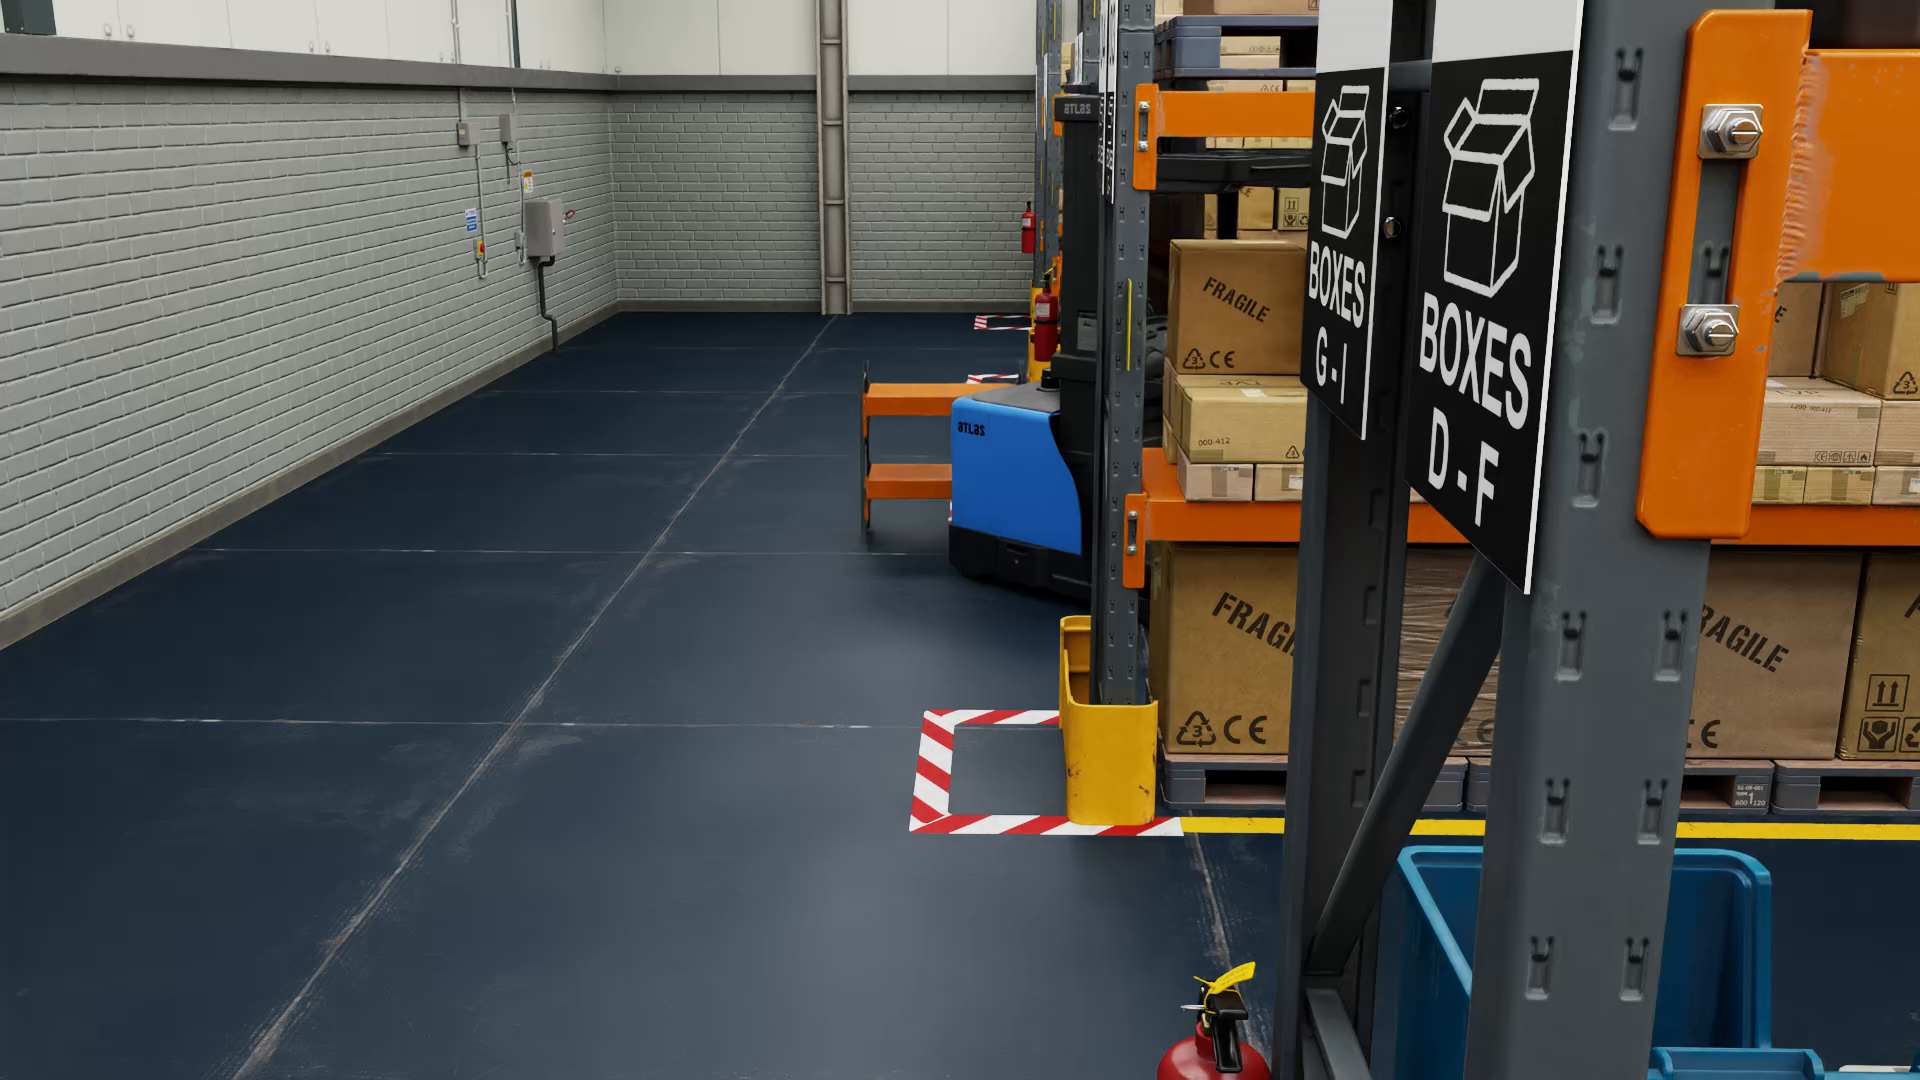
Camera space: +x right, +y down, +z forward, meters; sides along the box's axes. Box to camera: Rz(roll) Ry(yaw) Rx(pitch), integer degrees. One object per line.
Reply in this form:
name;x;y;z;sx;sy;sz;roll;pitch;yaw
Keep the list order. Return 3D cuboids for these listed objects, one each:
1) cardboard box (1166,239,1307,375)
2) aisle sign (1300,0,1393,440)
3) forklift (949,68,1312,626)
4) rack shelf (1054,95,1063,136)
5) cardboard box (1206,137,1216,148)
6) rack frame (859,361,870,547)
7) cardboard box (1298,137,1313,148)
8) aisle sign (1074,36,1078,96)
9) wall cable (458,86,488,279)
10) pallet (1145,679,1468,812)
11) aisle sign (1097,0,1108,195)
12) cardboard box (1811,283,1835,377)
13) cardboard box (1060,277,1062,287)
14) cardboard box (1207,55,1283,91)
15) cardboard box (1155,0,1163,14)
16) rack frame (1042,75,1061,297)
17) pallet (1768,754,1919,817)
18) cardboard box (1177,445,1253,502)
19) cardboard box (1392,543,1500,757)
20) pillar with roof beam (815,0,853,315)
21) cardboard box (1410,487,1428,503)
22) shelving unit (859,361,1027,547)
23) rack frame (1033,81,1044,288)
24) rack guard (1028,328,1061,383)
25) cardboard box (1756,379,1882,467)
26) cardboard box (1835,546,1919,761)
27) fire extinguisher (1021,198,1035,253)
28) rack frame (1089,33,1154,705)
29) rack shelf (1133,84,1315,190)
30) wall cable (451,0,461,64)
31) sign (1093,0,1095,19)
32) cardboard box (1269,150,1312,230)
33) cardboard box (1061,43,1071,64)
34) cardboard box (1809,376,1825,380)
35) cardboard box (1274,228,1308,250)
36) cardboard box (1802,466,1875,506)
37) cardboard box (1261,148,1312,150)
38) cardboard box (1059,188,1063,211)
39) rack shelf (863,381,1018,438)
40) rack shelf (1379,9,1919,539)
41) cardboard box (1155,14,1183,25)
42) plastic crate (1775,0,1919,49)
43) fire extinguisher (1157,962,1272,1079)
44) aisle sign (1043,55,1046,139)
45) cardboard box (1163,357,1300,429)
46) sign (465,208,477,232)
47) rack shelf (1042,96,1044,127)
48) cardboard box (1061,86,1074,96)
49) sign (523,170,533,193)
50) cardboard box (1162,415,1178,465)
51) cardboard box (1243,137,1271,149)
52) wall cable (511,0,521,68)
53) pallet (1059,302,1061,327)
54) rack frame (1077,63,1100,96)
cardboard box;1.132;-0.969;6.875;0.500;0.500;0.500;1;15;2
aisle sign;0.447;-0.541;1.913;0.004;0.787;0.394;0;15;1
forklift;1.352;-1.049;9.072;3.031;2.935;1.130;13;20;41
rack shelf;2.891;-4.088;15.986;4.000;0.370;1.077;0;15;1
cardboard box;2.287;-3.771;15.828;0.250;0.149;0.380;1;15;2
rack frame;-0.617;-0.563;10.768;0.032;1.125;0.500;0;15;0
cardboard box;3.298;-3.763;15.797;0.250;0.149;0.380;0;15;0
aisle sign;0.801;-3.070;11.499;0.004;0.787;0.394;0;15;1
wall cable;-4.746;-3.536;16.309;0.123;1.953;0.585;0;15;1
pallet;1.440;0.862;7.159;1.213;0.211;1.003;0;15;1
aisle sign;0.574;-1.806;6.708;0.004;0.787;0.394;0;15;1
cardboard box;3.673;-0.953;6.813;0.500;0.500;0.500;0;15;1
cardboard box;1.623;-3.233;21.283;0.637;0.503;0.797;0;15;-1
cardboard box;1.835;-3.041;10.900;0.500;0.250;0.500;1;15;3
cardboard box;1.184;-3.488;10.833;0.250;0.149;0.380;0;15;1
rack frame;0.891;-2.999;16.326;0.127;3.000;1.000;0;15;1
pallet;3.879;0.878;7.099;1.213;0.211;1.003;0;15;1
cardboard box;0.985;-0.264;6.452;0.250;0.149;0.380;1;15;2
cardboard box;2.190;0.342;7.004;0.875;0.875;0.875;0;15;1
pillar with roof beam;-1.768;-6.315;17.136;0.400;9.000;9.100;0;15;1
cardboard box;1.758;-0.259;6.435;0.250;0.149;0.380;0;15;1
shelving unit;-0.109;-0.563;10.770;1.048;1.125;0.538;0;15;0
rack frame;1.014;-4.265;21.124;0.127;3.000;1.000;0;15;1
rack guard;0.867;-1.790;16.646;0.348;0.500;1.175;0;15;1
cardboard box;3.161;-0.459;6.410;0.500;0.250;0.500;1;15;3
cardboard box;3.979;0.354;6.960;0.875;0.875;0.875;0;15;1
fire extinguisher;0.856;-3.930;20.739;0.183;0.674;0.296;0;15;1
rack frame;0.638;-0.472;6.747;0.127;3.000;1.000;0;15;1
rack shelf;2.638;-1.561;6.407;4.000;0.370;1.077;0;15;1
wall cable;-4.802;-5.865;15.429;0.029;3.000;0.463;0;15;1
sign;0.852;-3.470;10.521;0.005;0.325;0.100;0;15;1
cardboard box;2.332;-2.330;11.053;0.500;0.500;0.500;0;15;0
cardboard box;1.452;-5.961;20.405;0.500;0.250;0.500;0;15;1
cardboard box;3.677;-0.591;6.912;0.500;0.250;0.500;0;15;1
cardboard box;2.333;-1.851;11.197;0.500;0.500;0.500;1;15;2
cardboard box;3.295;-0.249;6.397;0.250;0.149;0.380;1;15;2
cardboard box;2.356;-2.467;11.573;0.500;0.500;0.500;1;15;4
cardboard box;1.461;-4.264;20.834;0.500;0.250;0.500;0;15;2
rack shelf;-0.109;-0.846;10.695;1.000;0.278;0.538;0;15;0
rack shelf;2.511;-0.298;1.620;4.000;0.370;1.077;0;15;1
cardboard box;1.308;-3.286;10.850;0.500;0.250;0.500;1;15;2
plastic crate;0.890;-0.522;1.315;0.590;0.269;0.497;0;15;1
fire extinguisher;0.373;0.892;2.460;0.183;0.674;0.296;0;15;1
aisle sign;0.827;-4.335;16.296;0.004;0.787;0.394;0;15;1
cardboard box;1.129;-0.607;6.973;0.500;0.250;0.500;0;15;1
sign;-4.809;-3.148;16.363;0.001;0.218;0.327;0;15;1
rack shelf;3.014;-5.354;20.784;4.000;0.370;1.077;0;15;1
cardboard box;1.327;-5.532;20.541;0.250;0.149;0.380;1;15;3
sign;-4.755;-3.951;18.316;0.001;0.242;0.339;0;15;1
cardboard box;1.003;-0.432;7.089;0.250;0.149;0.380;1;15;2
cardboard box;2.788;-3.751;15.748;0.250;0.149;0.380;0;15;0
wall cable;-4.671;-6.785;18.843;0.133;3.039;2.988;0;15;1
pallet;1.887;-2.911;21.459;1.213;0.211;1.003;0;15;1
rack frame;0.866;-1.736;11.539;0.127;3.000;1.000;0;15;1
